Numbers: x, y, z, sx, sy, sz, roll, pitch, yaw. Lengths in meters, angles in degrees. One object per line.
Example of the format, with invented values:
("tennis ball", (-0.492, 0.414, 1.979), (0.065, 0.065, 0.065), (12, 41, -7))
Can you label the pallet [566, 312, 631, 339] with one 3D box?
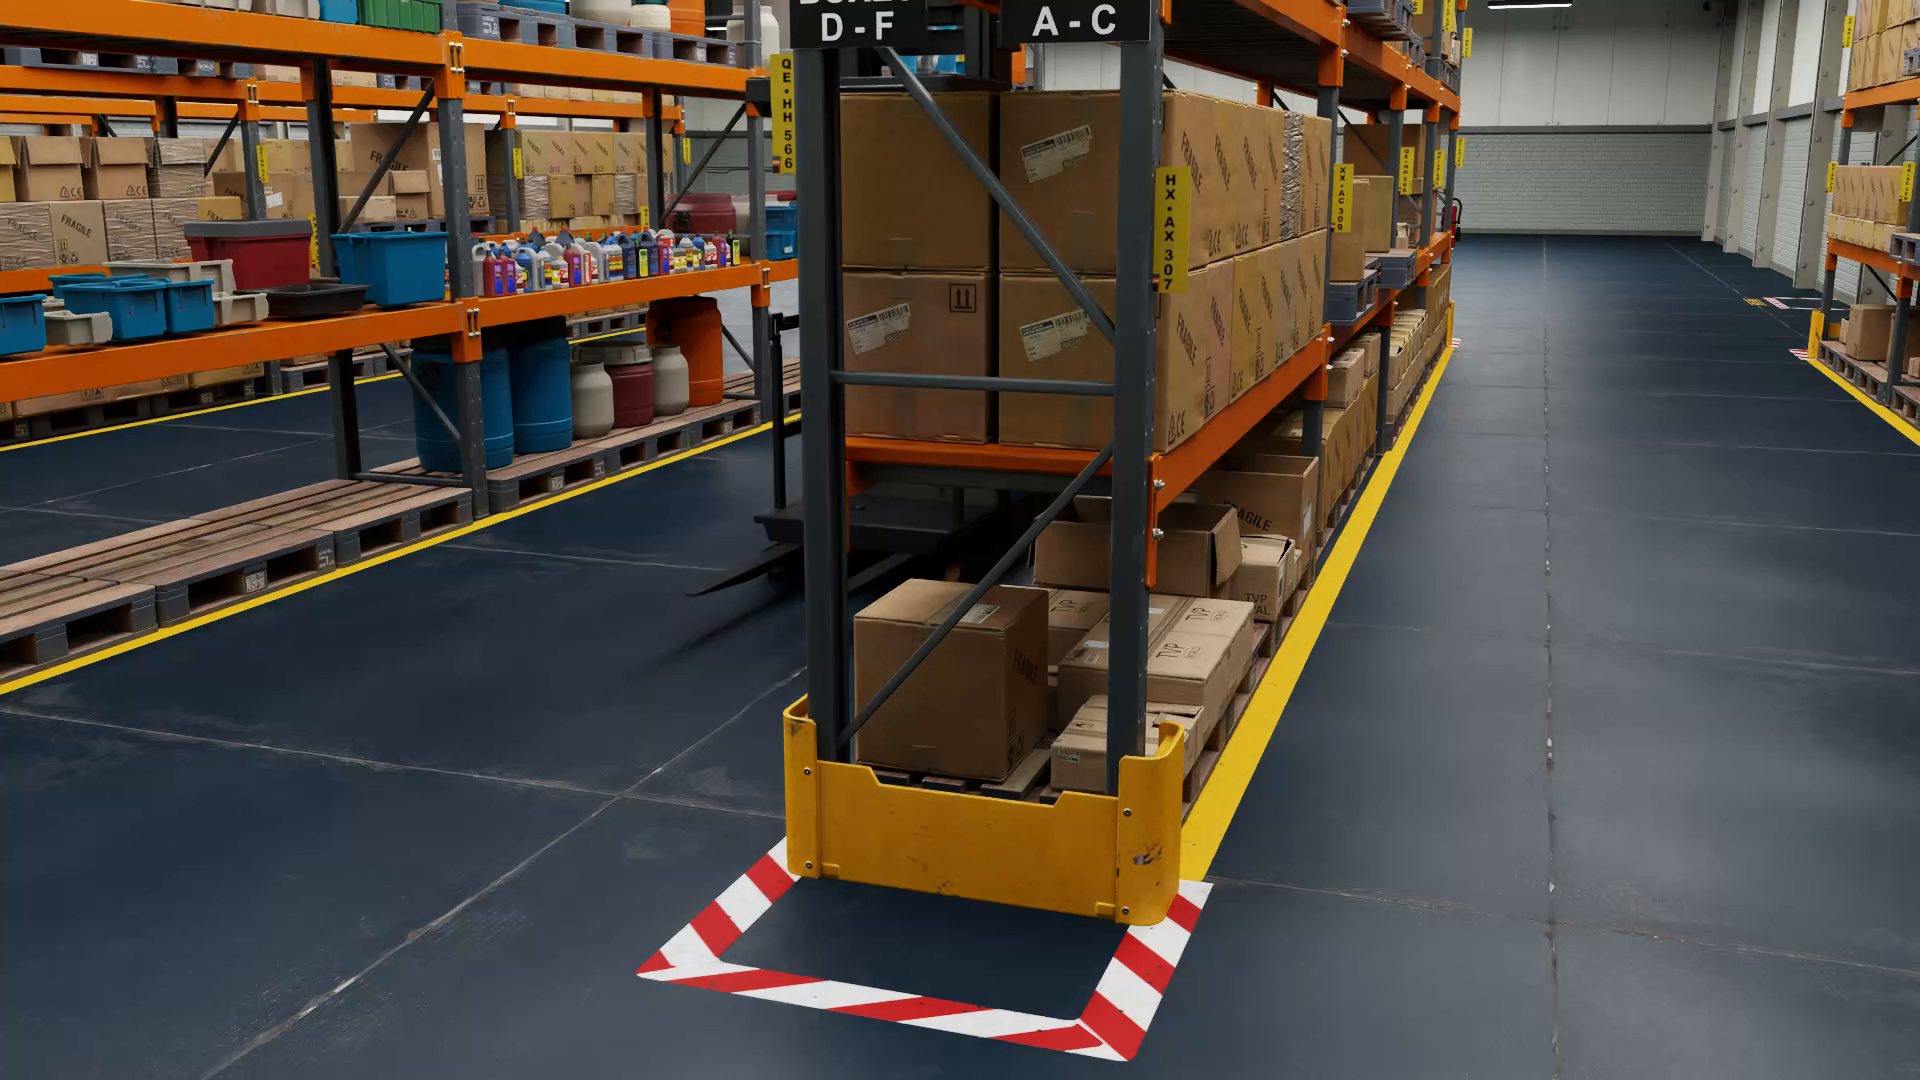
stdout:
("pallet", (-4.875, -2.711, 20.892), (1.003, 0.211, 1.213), (4, 14, 18))

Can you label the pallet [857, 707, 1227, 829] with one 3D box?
("pallet", (0.319, 0.747, 5.739), (1.003, 0.211, 1.213), (4, 14, 18))

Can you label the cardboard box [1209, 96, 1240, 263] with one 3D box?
("cardboard box", (0.593, -1.150, 5.312), (0.500, 0.500, 0.500), (5, 14, 19))

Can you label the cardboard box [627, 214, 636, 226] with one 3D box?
("cardboard box", (-4.384, -4.104, 21.291), (0.380, 0.149, 0.250), (4, 14, 18))

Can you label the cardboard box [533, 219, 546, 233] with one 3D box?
("cardboard box", (-5.005, -3.622, 19.179), (0.380, 0.149, 0.250), (4, 14, 18))

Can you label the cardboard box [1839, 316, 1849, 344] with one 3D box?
("cardboard box", (9.594, -2.206, 17.464), (0.500, 0.311, 0.500), (3, 13, 12))

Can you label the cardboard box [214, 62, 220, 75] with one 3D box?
("cardboard box", (-6.824, -4.334, 15.330), (0.500, 0.250, 0.500), (4, 14, 19))

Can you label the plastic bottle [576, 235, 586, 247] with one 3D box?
("plastic bottle", (-2.836, -2.143, 12.425), (0.097, 0.271, 0.097), (0, 13, 0))

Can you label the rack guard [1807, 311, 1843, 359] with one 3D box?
("rack guard", (9.878, -2.207, 18.032), (1.175, 0.500, 0.348), (4, 14, 18))

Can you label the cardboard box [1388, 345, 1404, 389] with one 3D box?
("cardboard box", (3.073, -1.339, 12.590), (0.500, 0.311, 0.500), (5, 14, 20))

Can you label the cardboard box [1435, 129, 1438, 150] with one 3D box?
("cardboard box", (4.869, -4.259, 18.265), (0.700, 0.500, 0.500), (4, 13, 17))

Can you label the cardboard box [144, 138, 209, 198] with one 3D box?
("cardboard box", (-6.998, -3.212, 14.339), (0.797, 0.503, 0.637), (5, 14, 20))

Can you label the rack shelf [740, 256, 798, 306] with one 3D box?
("rack shelf", (-1.413, -2.540, 15.494), (1.077, 0.370, 4.000), (4, 14, 18))

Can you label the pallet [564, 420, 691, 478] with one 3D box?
("pallet", (-2.672, -0.686, 12.017), (1.003, 0.211, 1.213), (4, 14, 18))

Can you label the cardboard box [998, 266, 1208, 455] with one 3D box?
("cardboard box", (0.431, -0.551, 4.938), (0.500, 0.500, 0.500), (5, 14, 20))

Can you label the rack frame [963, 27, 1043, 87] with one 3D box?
("rack frame", (0.529, -7.079, 20.281), (1.000, 3.000, 0.127), (4, 14, 18))

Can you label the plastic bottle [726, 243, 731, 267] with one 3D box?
("plastic bottle", (-1.842, -2.234, 12.983), (0.097, 0.201, 0.097), (0, 13, 0))

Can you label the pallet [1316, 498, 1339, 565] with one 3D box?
("pallet", (1.559, -0.085, 9.386), (1.003, 0.211, 1.213), (4, 14, 18))

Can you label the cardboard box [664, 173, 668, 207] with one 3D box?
("cardboard box", (-4.362, -4.591, 21.968), (0.875, 0.500, 0.500), (4, 14, 18))

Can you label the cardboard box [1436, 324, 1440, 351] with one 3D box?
("cardboard box", (4.690, -2.105, 17.204), (0.500, 0.250, 0.500), (4, 14, 18))

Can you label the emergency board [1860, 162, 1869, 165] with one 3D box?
("emergency board", (13.272, -5.012, 24.708), (0.194, 1.169, 0.643), (4, 14, 18))

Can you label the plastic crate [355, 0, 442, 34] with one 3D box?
("plastic crate", (-3.205, -2.876, 9.083), (0.450, 0.188, 0.662), (4, 14, 18))

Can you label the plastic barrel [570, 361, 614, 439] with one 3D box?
("plastic barrel", (-2.665, -0.995, 11.752), (0.421, 0.512, 0.421), (0, 13, 0))

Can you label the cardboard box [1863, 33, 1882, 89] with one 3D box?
("cardboard box", (9.186, -4.690, 16.283), (0.500, 0.500, 0.500), (5, 14, 21))

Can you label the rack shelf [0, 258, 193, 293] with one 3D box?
("rack shelf", (-7.393, -2.055, 13.367), (1.077, 0.370, 4.000), (4, 14, 18))

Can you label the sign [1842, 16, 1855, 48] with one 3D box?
("sign", (9.389, -5.369, 17.564), (0.100, 0.325, 0.005), (4, 14, 18))

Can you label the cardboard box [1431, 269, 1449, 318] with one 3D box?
("cardboard box", (5.013, -2.681, 18.043), (0.500, 0.500, 0.500), (4, 14, 18))

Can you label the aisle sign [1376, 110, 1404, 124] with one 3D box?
("aisle sign", (4.946, -5.100, 19.251), (0.394, 0.787, 0.004), (4, 14, 18))

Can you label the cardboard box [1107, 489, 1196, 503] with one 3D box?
("cardboard box", (0.991, -0.101, 8.244), (0.500, 0.311, 0.500), (4, 14, 18))

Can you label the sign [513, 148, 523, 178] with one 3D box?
("sign", (-4.926, -4.194, 18.521), (0.100, 0.325, 0.005), (4, 14, 18))

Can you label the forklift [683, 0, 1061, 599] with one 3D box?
("forklift", (-0.373, -1.258, 8.415), (1.130, 2.935, 3.031), (5, 14, 21))

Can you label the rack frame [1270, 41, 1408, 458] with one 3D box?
("rack frame", (2.626, -2.113, 12.003), (1.000, 3.000, 0.127), (4, 14, 18))

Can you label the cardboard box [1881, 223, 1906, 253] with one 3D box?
("cardboard box", (8.475, -2.657, 14.681), (0.500, 0.250, 0.500), (4, 14, 19))

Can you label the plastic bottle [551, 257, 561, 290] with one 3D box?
("plastic bottle", (-2.630, -1.721, 10.734), (0.097, 0.201, 0.097), (0, 13, 0))

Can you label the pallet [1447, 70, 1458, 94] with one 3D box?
("pallet", (4.961, -5.069, 18.415), (1.003, 0.211, 1.213), (4, 14, 18))

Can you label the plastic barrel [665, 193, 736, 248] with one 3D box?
("plastic barrel", (-2.196, -2.656, 14.078), (0.600, 0.536, 0.708), (4, 14, 18))

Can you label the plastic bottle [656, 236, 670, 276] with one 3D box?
("plastic bottle", (-2.157, -2.057, 12.020), (0.061, 0.283, 0.133), (4, 14, 18))

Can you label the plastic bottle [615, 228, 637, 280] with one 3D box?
("plastic bottle", (-2.351, -1.992, 11.585), (0.144, 0.351, 0.185), (4, 14, 18))

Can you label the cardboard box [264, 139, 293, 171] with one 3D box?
("cardboard box", (-9.424, -5.062, 22.162), (0.875, 0.550, 0.500), (4, 14, 18))

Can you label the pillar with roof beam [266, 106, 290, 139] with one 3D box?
("pillar with roof beam", (-11.355, -10.641, 35.886), (9.100, 9.000, 0.400), (4, 14, 18))

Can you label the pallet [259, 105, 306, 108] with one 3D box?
("pallet", (-9.048, -6.152, 23.158), (1.003, 0.211, 1.213), (4, 14, 18))

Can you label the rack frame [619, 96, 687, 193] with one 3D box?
("rack frame", (-4.158, -4.511, 22.511), (1.000, 3.000, 0.127), (4, 14, 18))

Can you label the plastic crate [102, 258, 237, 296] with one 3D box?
("plastic crate", (-4.022, -1.291, 8.535), (0.437, 0.282, 0.530), (4, 14, 18))

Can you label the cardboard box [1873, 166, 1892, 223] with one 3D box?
("cardboard box", (8.625, -3.129, 15.061), (0.500, 0.500, 0.500), (4, 14, 18))

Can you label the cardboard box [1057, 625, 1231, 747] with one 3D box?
("cardboard box", (0.644, 0.498, 5.754), (0.500, 0.250, 0.500), (4, 14, 18))

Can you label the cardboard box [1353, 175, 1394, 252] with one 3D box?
("cardboard box", (2.529, -2.225, 11.329), (0.700, 0.500, 0.500), (0, 13, -1))

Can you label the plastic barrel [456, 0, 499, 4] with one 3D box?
("plastic barrel", (-2.946, -3.454, 9.890), (0.433, 0.535, 0.433), (0, 13, 0))

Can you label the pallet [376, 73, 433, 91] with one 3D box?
("pallet", (-6.085, -4.699, 17.015), (1.213, 0.211, 1.003), (4, 14, 18))

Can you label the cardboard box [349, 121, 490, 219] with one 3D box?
("cardboard box", (-5.842, -4.009, 18.019), (1.000, 1.000, 1.000), (4, 14, 19))

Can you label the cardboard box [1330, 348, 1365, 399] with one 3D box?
("cardboard box", (2.204, -1.032, 10.214), (0.500, 0.250, 0.500), (4, 13, 17))
